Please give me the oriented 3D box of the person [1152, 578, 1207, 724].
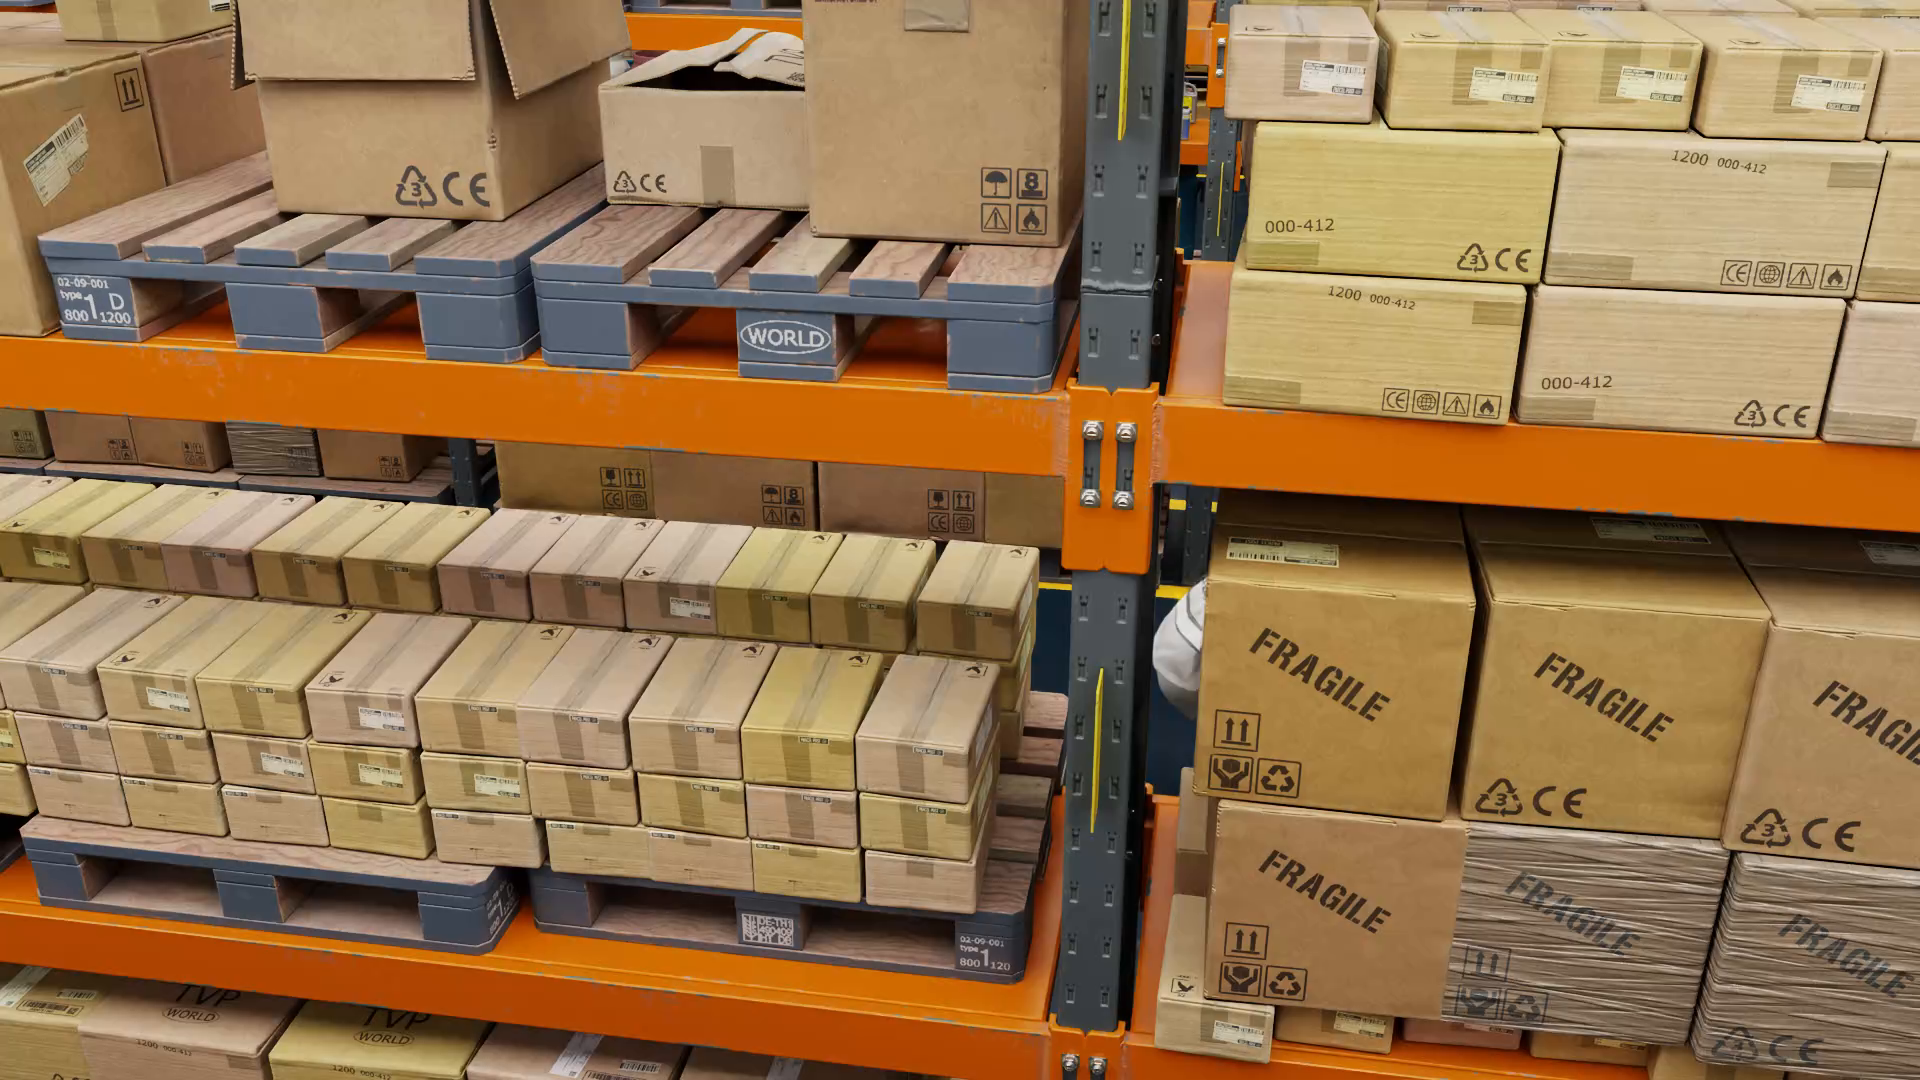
[{"bbox_3d":[1.170,0.501,6.500,0.841,1.351,0.589,4,25,9],"label":"person"}]
